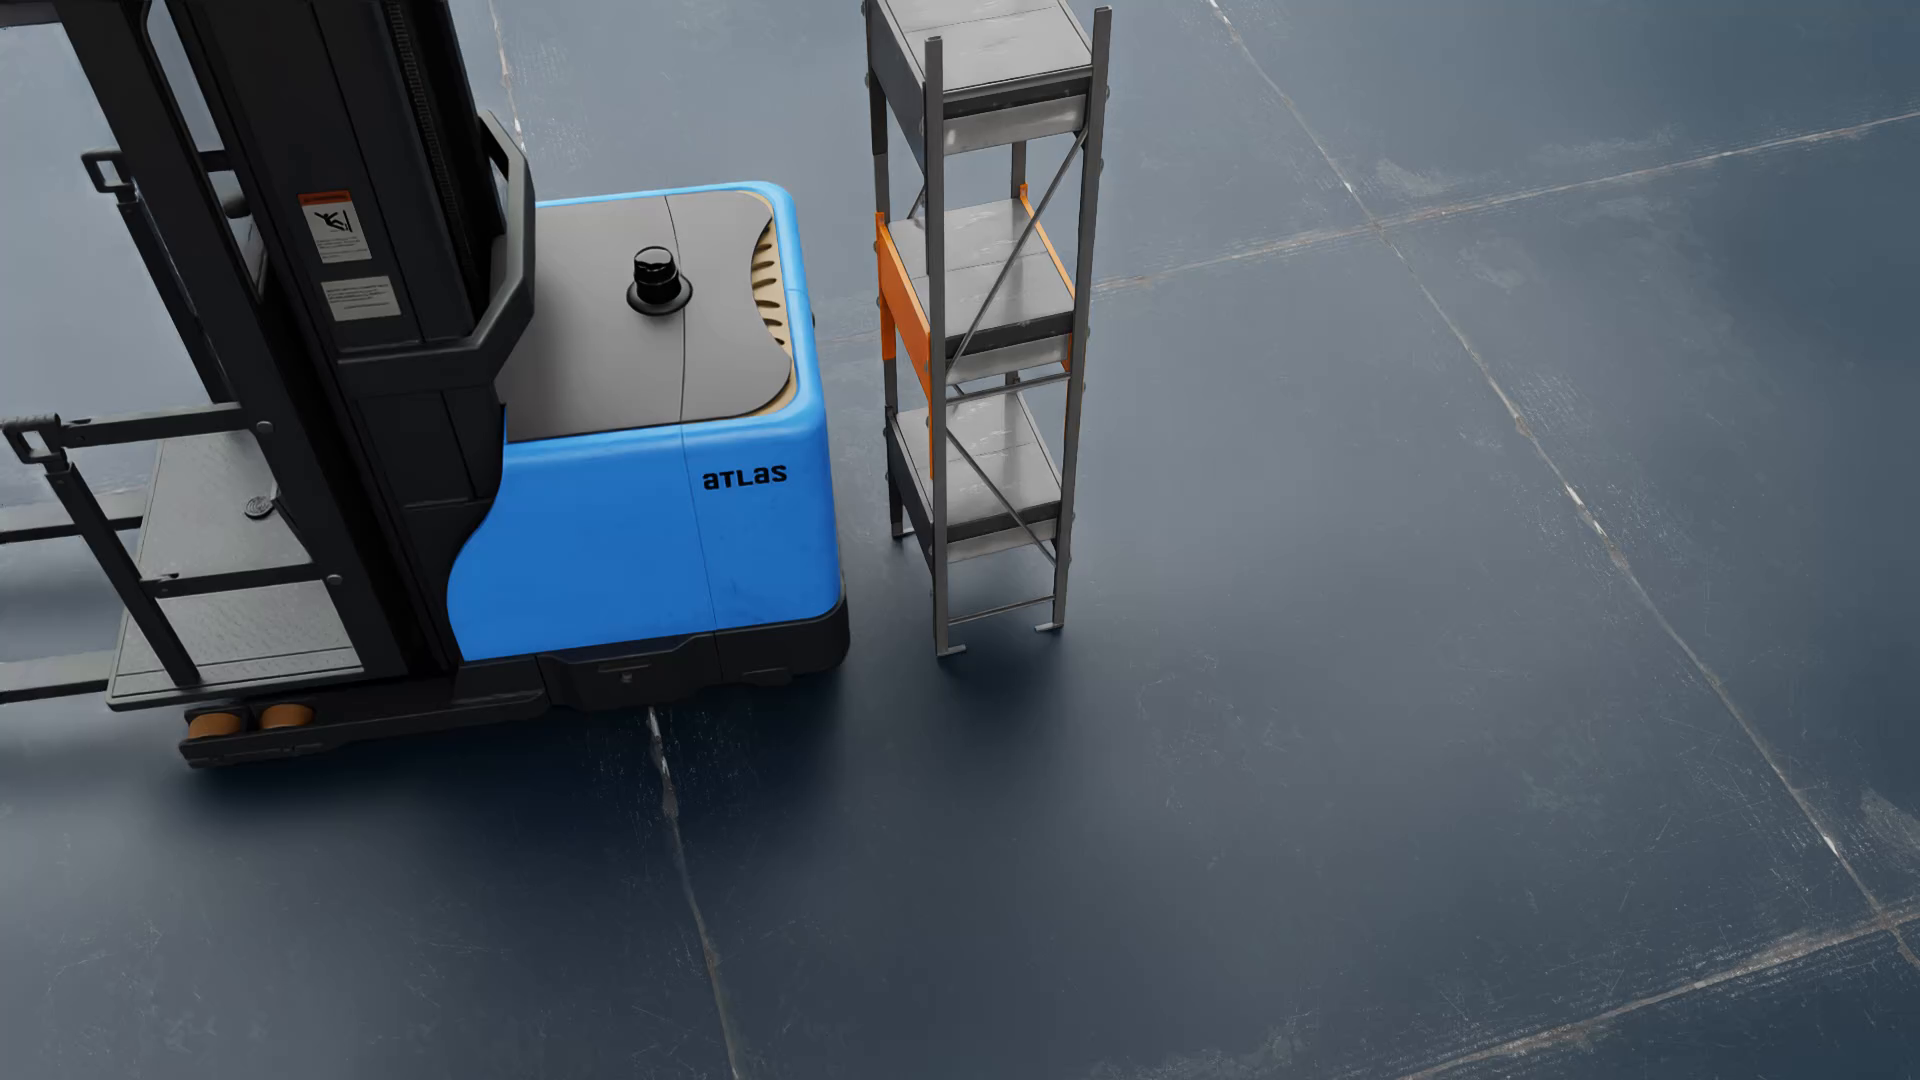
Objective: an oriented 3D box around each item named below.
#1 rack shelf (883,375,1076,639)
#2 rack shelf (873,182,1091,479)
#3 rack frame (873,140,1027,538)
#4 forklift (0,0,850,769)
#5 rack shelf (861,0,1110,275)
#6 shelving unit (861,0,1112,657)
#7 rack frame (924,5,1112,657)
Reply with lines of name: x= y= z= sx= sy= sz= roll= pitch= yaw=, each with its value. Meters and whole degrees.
rack shelf: x=0.049 y=-0.096 z=4.891 sx=0.431 sy=0.518 sz=0.480 roll=-13 pitch=51 yaw=-11
rack shelf: x=0.049 y=-0.547 z=4.356 sx=0.431 sy=0.518 sz=0.480 roll=-13 pitch=51 yaw=-11
rack frame: x=-0.023 y=-0.734 z=4.496 sx=0.400 sy=2.100 sz=0.015 roll=-13 pitch=51 yaw=-11
forklift: x=-1.887 y=-0.742 z=3.959 sx=3.031 sy=2.935 sz=1.130 roll=-7 pitch=50 yaw=-6
rack shelf: x=0.049 y=-0.998 z=3.821 sx=0.431 sy=0.518 sz=0.480 roll=-13 pitch=51 yaw=-11
shelving unit: x=0.049 y=-0.556 z=4.345 sx=0.431 sy=2.100 sz=0.503 roll=-13 pitch=51 yaw=-11
rack frame: x=0.121 y=-0.378 z=4.195 sx=0.400 sy=2.100 sz=0.015 roll=-13 pitch=51 yaw=-11
